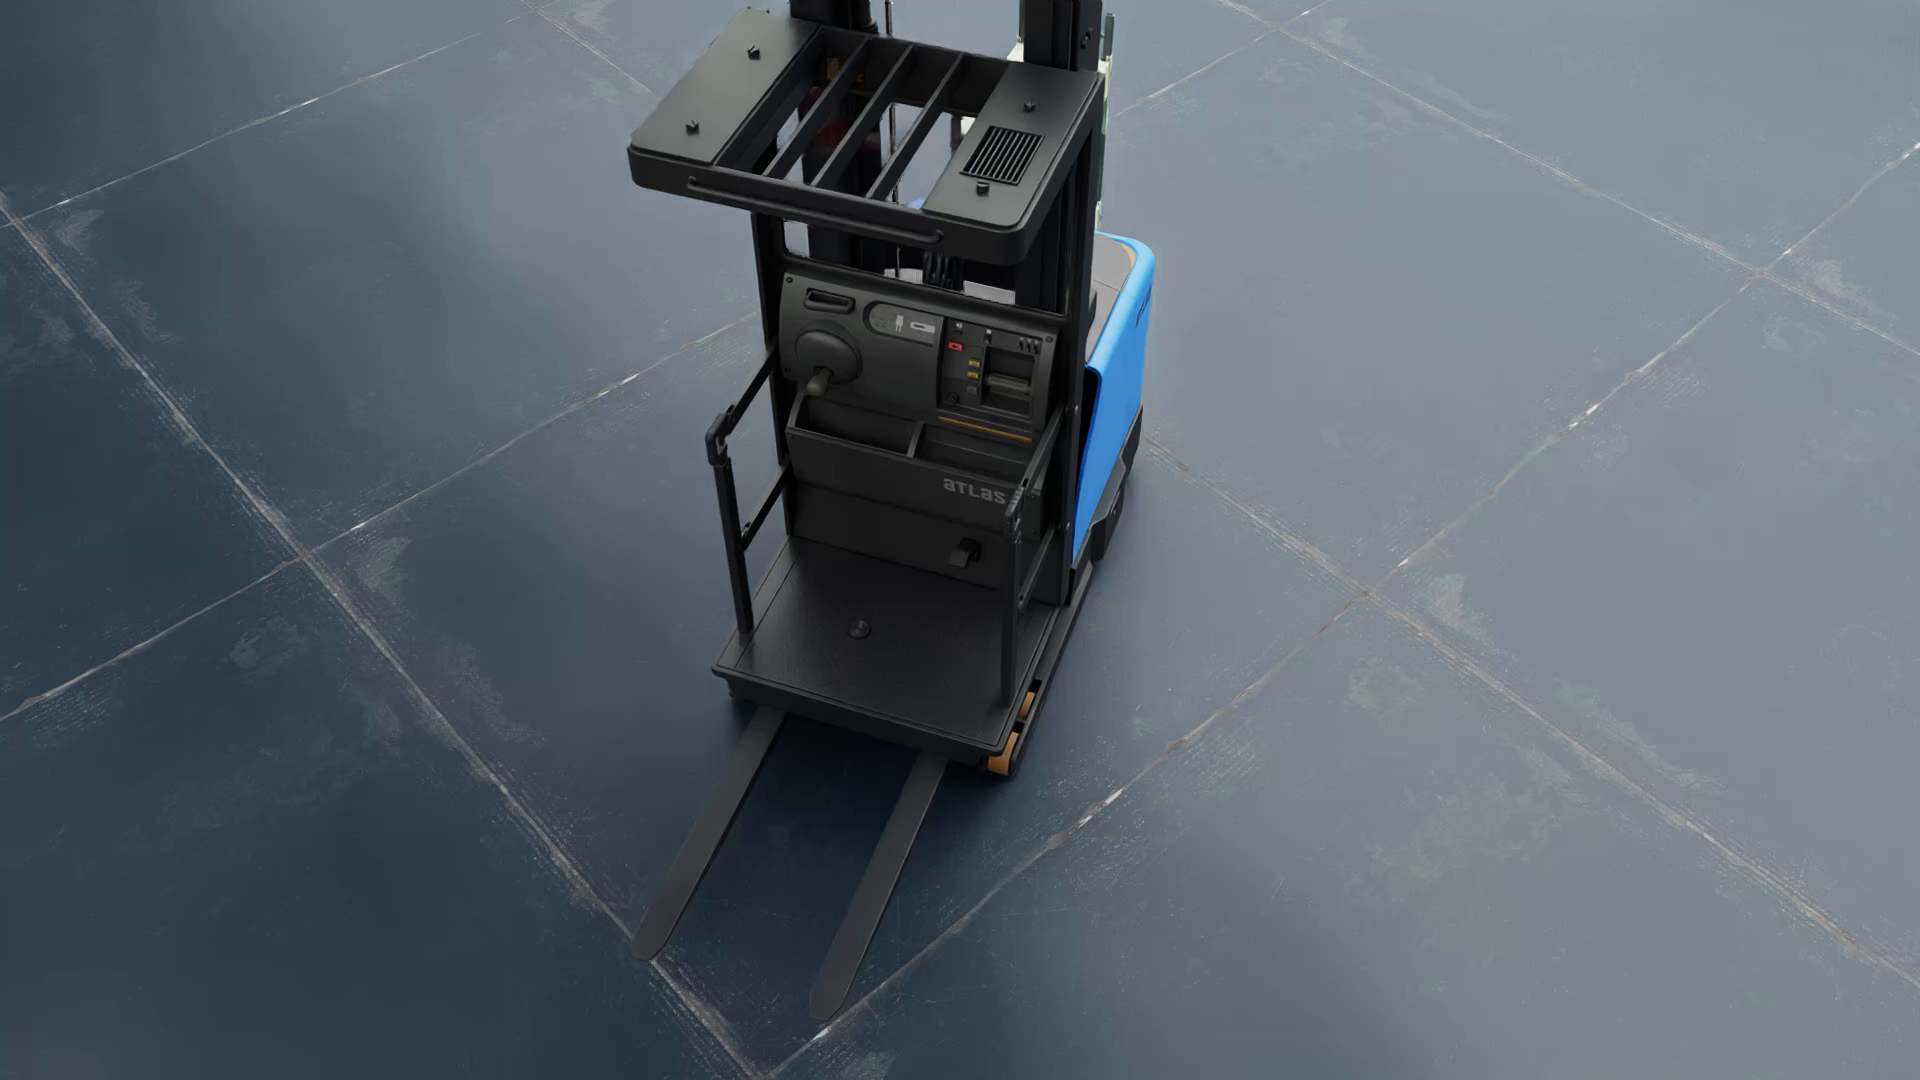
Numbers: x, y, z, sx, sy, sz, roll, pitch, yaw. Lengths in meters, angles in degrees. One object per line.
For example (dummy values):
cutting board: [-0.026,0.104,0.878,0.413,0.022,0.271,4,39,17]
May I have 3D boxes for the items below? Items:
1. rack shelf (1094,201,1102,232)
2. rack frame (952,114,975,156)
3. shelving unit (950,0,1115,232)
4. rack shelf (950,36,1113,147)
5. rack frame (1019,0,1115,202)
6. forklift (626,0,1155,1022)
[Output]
rack shelf: [0.295,-1.173,7.256,0.431,0.370,0.720,17,49,15]
rack frame: [0.158,-1.145,6.786,0.400,1.500,0.023,17,49,15]
shelving unit: [0.295,-1.394,7.016,0.431,1.500,0.755,17,49,15]
rack shelf: [0.295,-1.659,6.729,0.431,0.370,0.720,17,49,15]
rack frame: [0.432,-1.644,7.246,0.400,1.500,0.023,17,49,15]
forklift: [-0.214,-0.498,5.216,1.130,2.935,3.031,15,49,13]
